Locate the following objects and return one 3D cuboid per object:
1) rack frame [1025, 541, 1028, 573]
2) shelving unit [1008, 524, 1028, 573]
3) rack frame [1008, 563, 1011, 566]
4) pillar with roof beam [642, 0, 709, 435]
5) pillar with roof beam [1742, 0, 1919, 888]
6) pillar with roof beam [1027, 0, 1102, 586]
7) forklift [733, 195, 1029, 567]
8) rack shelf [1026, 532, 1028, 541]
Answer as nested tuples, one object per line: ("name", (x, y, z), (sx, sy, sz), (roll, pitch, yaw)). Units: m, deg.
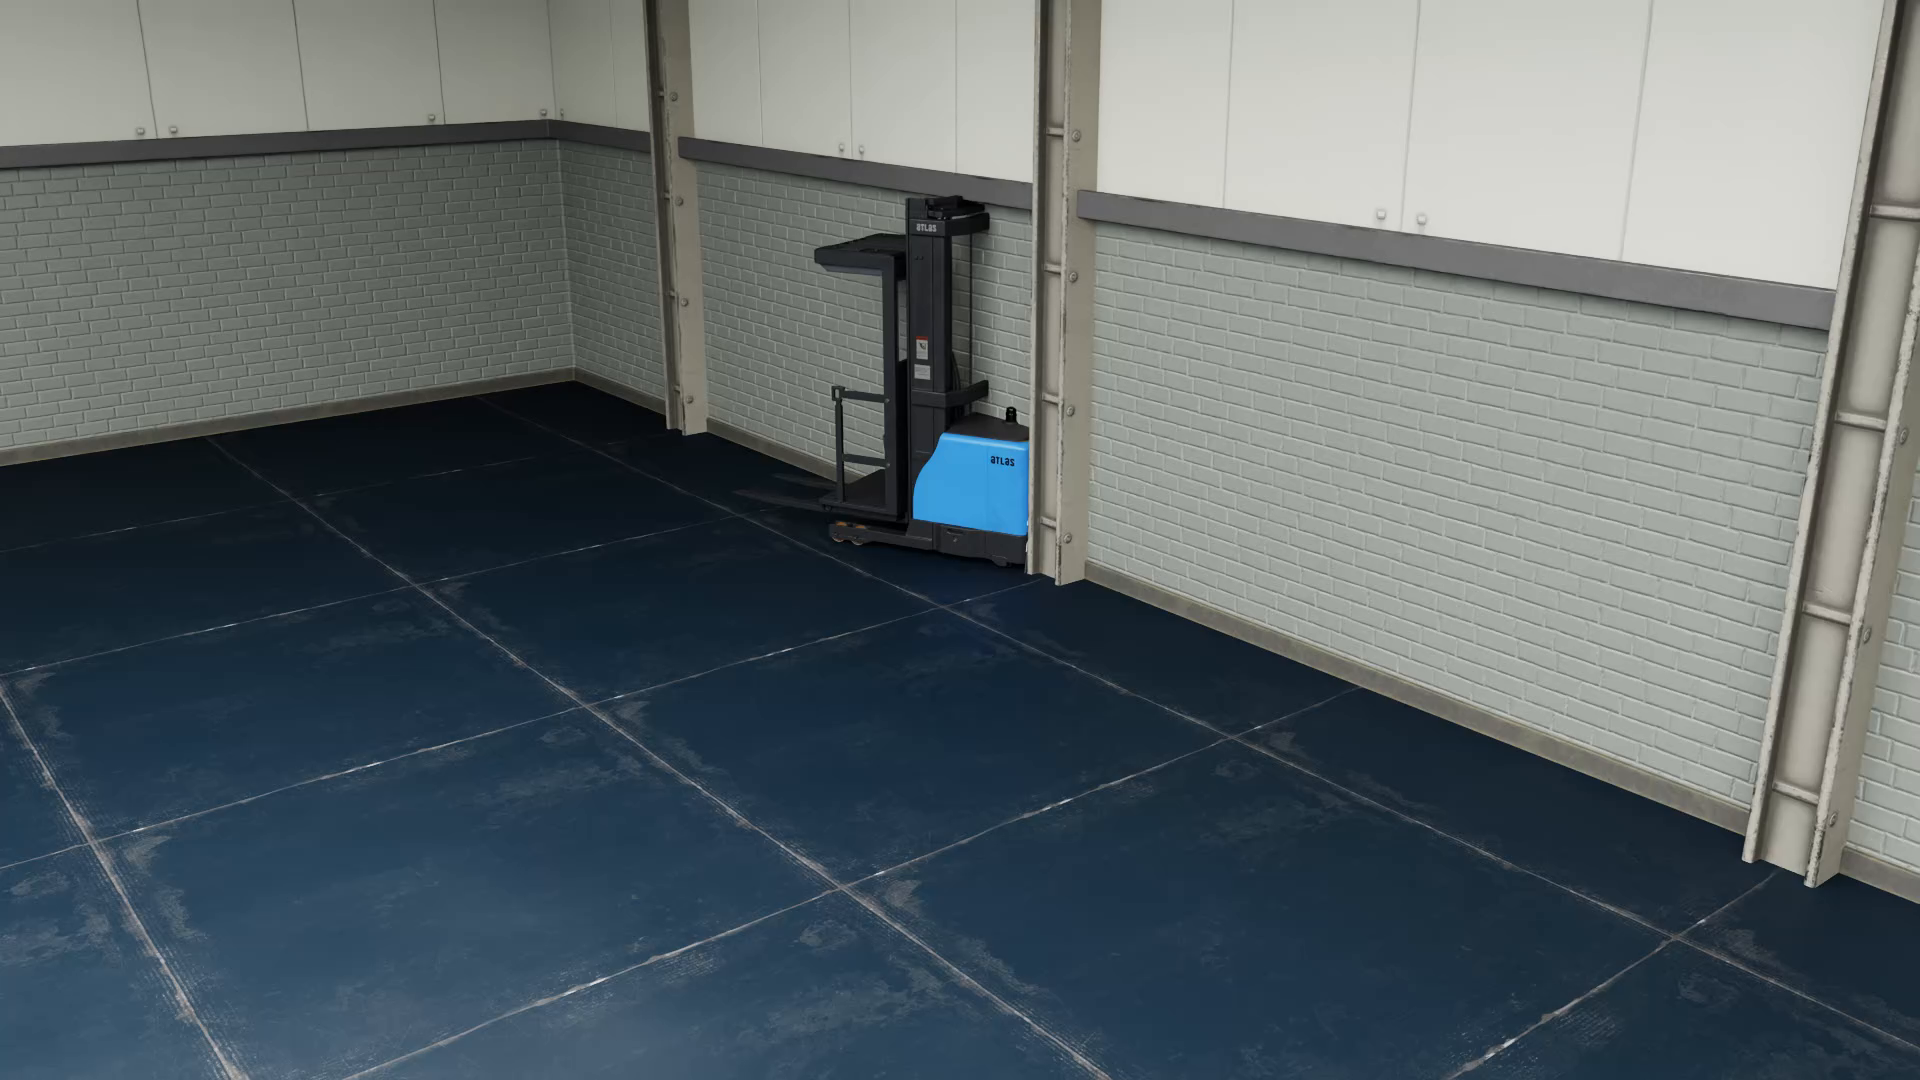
("rack frame", (0.655, -0.160, 13.515), (0.240, 0.900, 0.006), (-8, 20, -38))
("shelving unit", (0.592, -0.186, 13.590), (0.258, 0.900, 0.210), (-8, 20, -38))
("rack frame", (0.528, -0.211, 13.665), (0.240, 0.900, 0.006), (-8, 20, -38))
("pillar with roof beam", (-6.312, -4.624, 14.011), (9.100, 9.000, 0.400), (-14, 23, -36))
("pillar with roof beam", (1.139, -1.667, 5.081), (9.100, 9.000, 0.400), (-14, 23, -36))
("pillar with roof beam", (-2.586, -3.146, 9.546), (9.100, 9.000, 0.400), (-14, 23, -36))
("forklift", (-0.553, -1.483, 14.179), (3.031, 2.935, 1.130), (9, 21, 26))
("rack shelf", (0.582, -0.067, 13.623), (0.258, 0.077, 0.200), (-8, 20, -38))
